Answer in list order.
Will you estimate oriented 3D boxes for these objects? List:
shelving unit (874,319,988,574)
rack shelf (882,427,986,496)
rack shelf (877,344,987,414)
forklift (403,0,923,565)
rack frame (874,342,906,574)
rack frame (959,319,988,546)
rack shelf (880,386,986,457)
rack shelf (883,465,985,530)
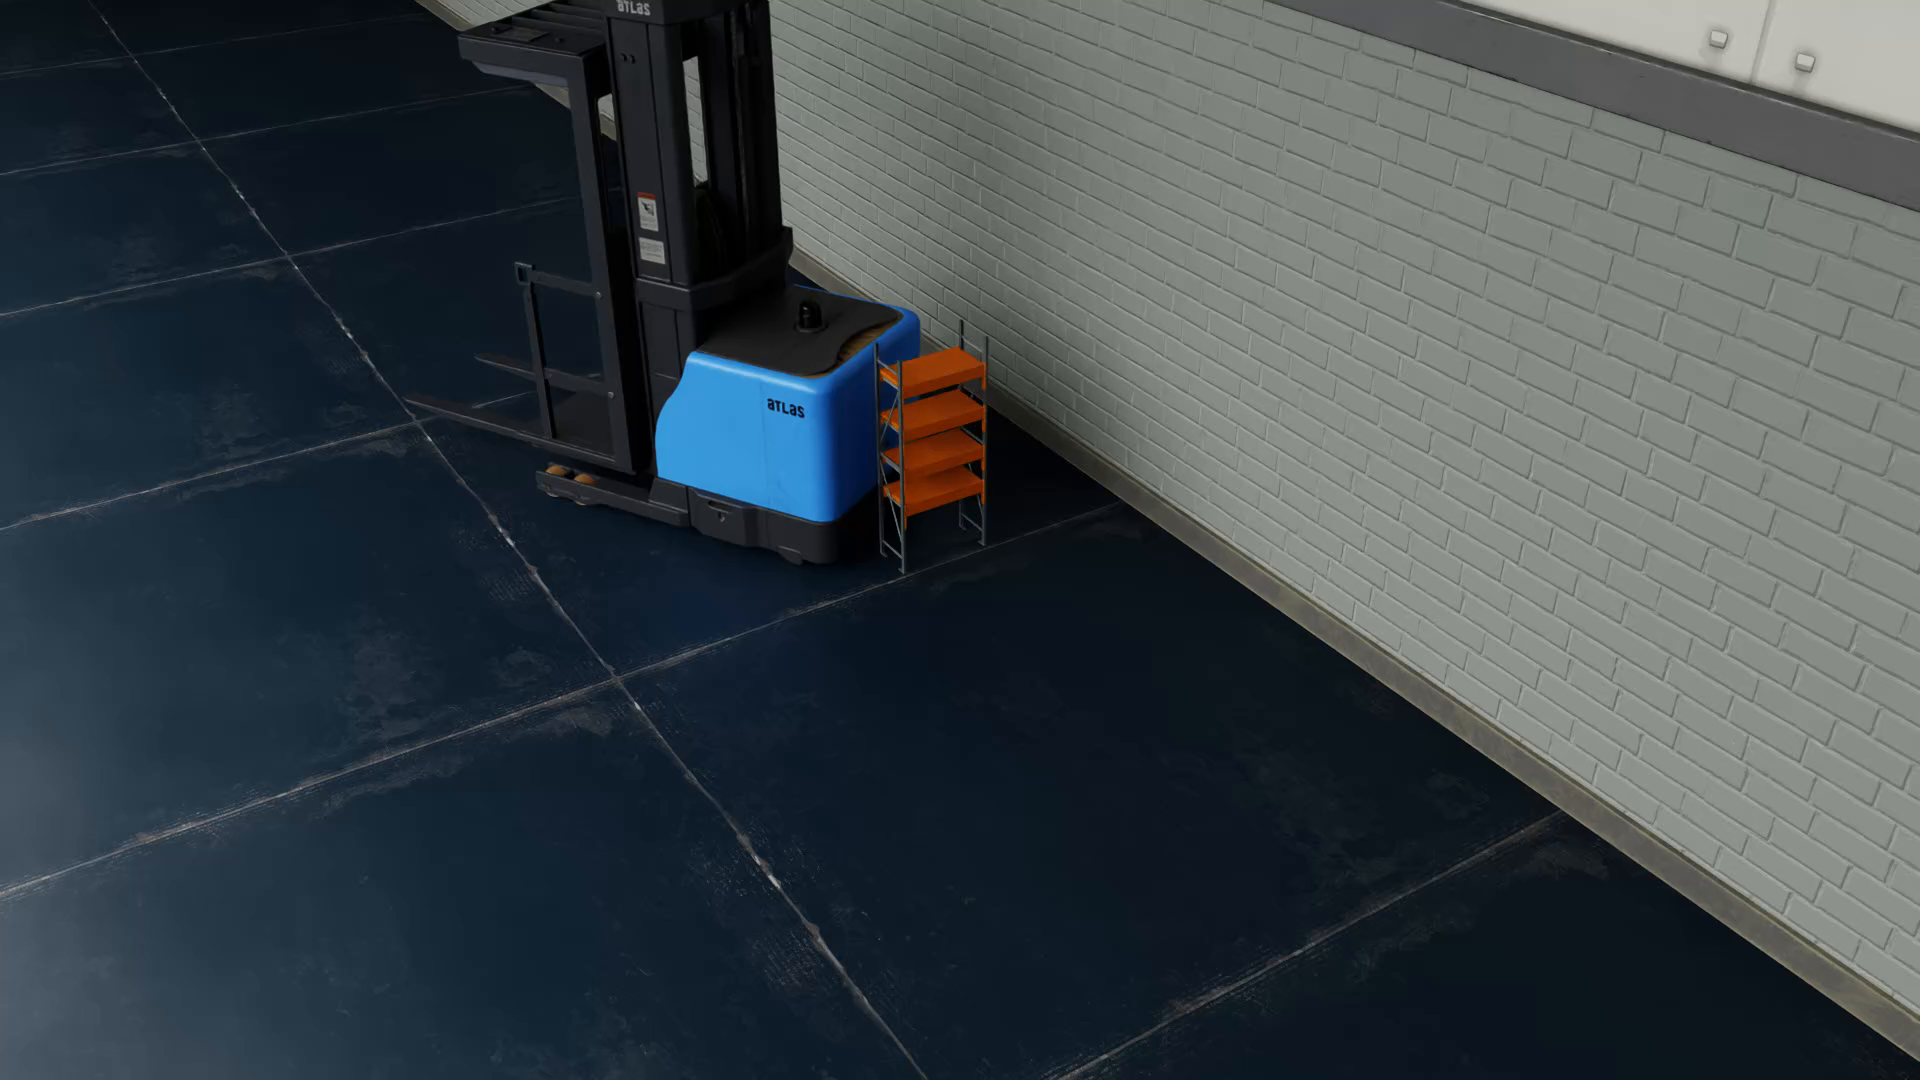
[{"bbox_3d":[-0.139,-0.460,8.354,0.503,1.200,0.258,-19,37,-27],"label":"shelving unit"},{"bbox_3d":[-0.139,-0.403,8.390,0.480,0.148,0.258,-19,37,-27],"label":"rack shelf"},{"bbox_3d":[-0.139,-0.792,8.144,0.480,0.148,0.258,-19,37,-27],"label":"rack shelf"},{"bbox_3d":[-1.740,-1.659,8.633,3.031,2.935,1.130,16,35,23],"label":"forklift"},{"bbox_3d":[-0.344,-0.389,8.242,0.015,1.200,0.240,-19,37,-27],"label":"rack frame"},{"bbox_3d":[0.066,-0.530,8.466,0.015,1.200,0.240,-19,37,-27],"label":"rack frame"},{"bbox_3d":[-0.139,-0.592,8.271,0.480,0.148,0.258,-19,37,-27],"label":"rack shelf"},{"bbox_3d":[-0.139,-0.235,8.496,0.480,0.148,0.258,-19,37,-27],"label":"rack shelf"}]
